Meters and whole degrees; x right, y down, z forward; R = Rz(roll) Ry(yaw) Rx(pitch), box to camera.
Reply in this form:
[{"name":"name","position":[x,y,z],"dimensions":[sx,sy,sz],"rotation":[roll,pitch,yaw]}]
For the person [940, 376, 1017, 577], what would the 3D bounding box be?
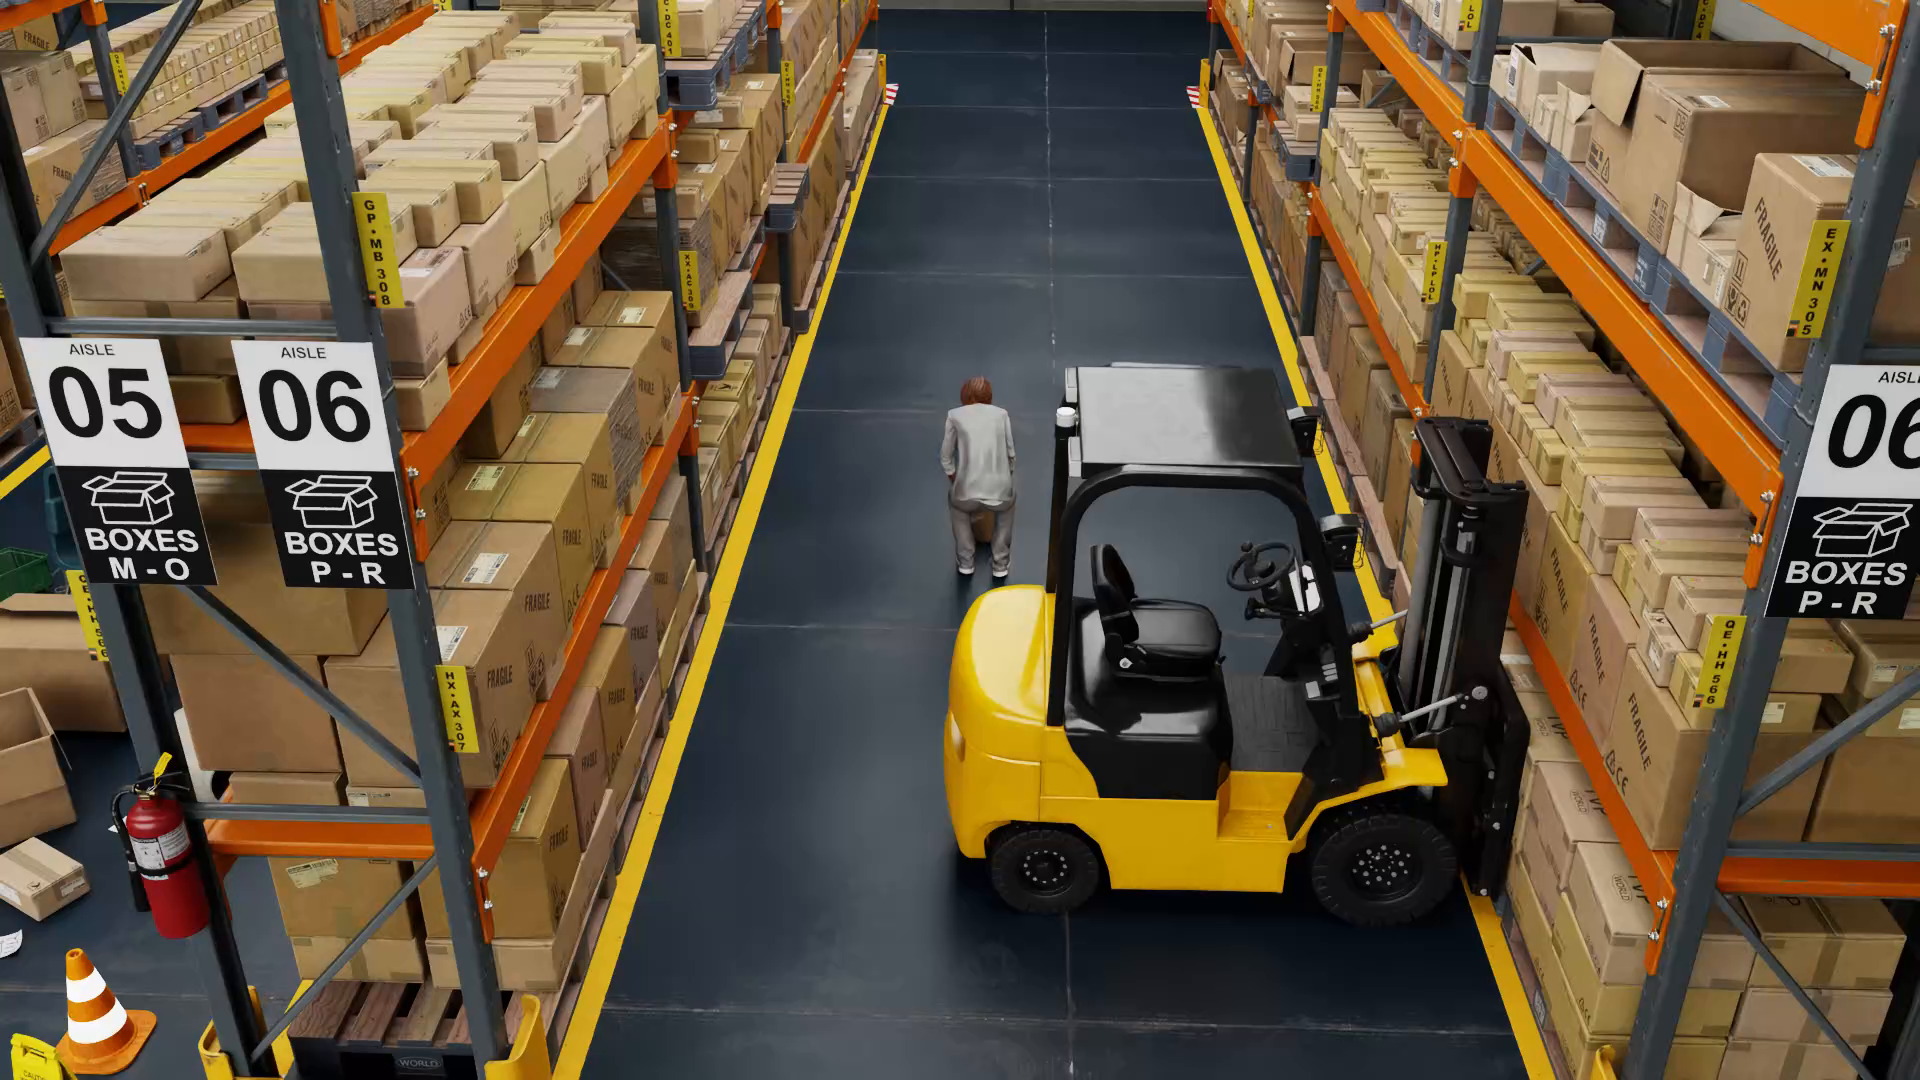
[{"name":"person","position":[0.105,-0.343,9.793],"dimensions":[0.463,1.102,0.745],"rotation":[1,28,2]}]
